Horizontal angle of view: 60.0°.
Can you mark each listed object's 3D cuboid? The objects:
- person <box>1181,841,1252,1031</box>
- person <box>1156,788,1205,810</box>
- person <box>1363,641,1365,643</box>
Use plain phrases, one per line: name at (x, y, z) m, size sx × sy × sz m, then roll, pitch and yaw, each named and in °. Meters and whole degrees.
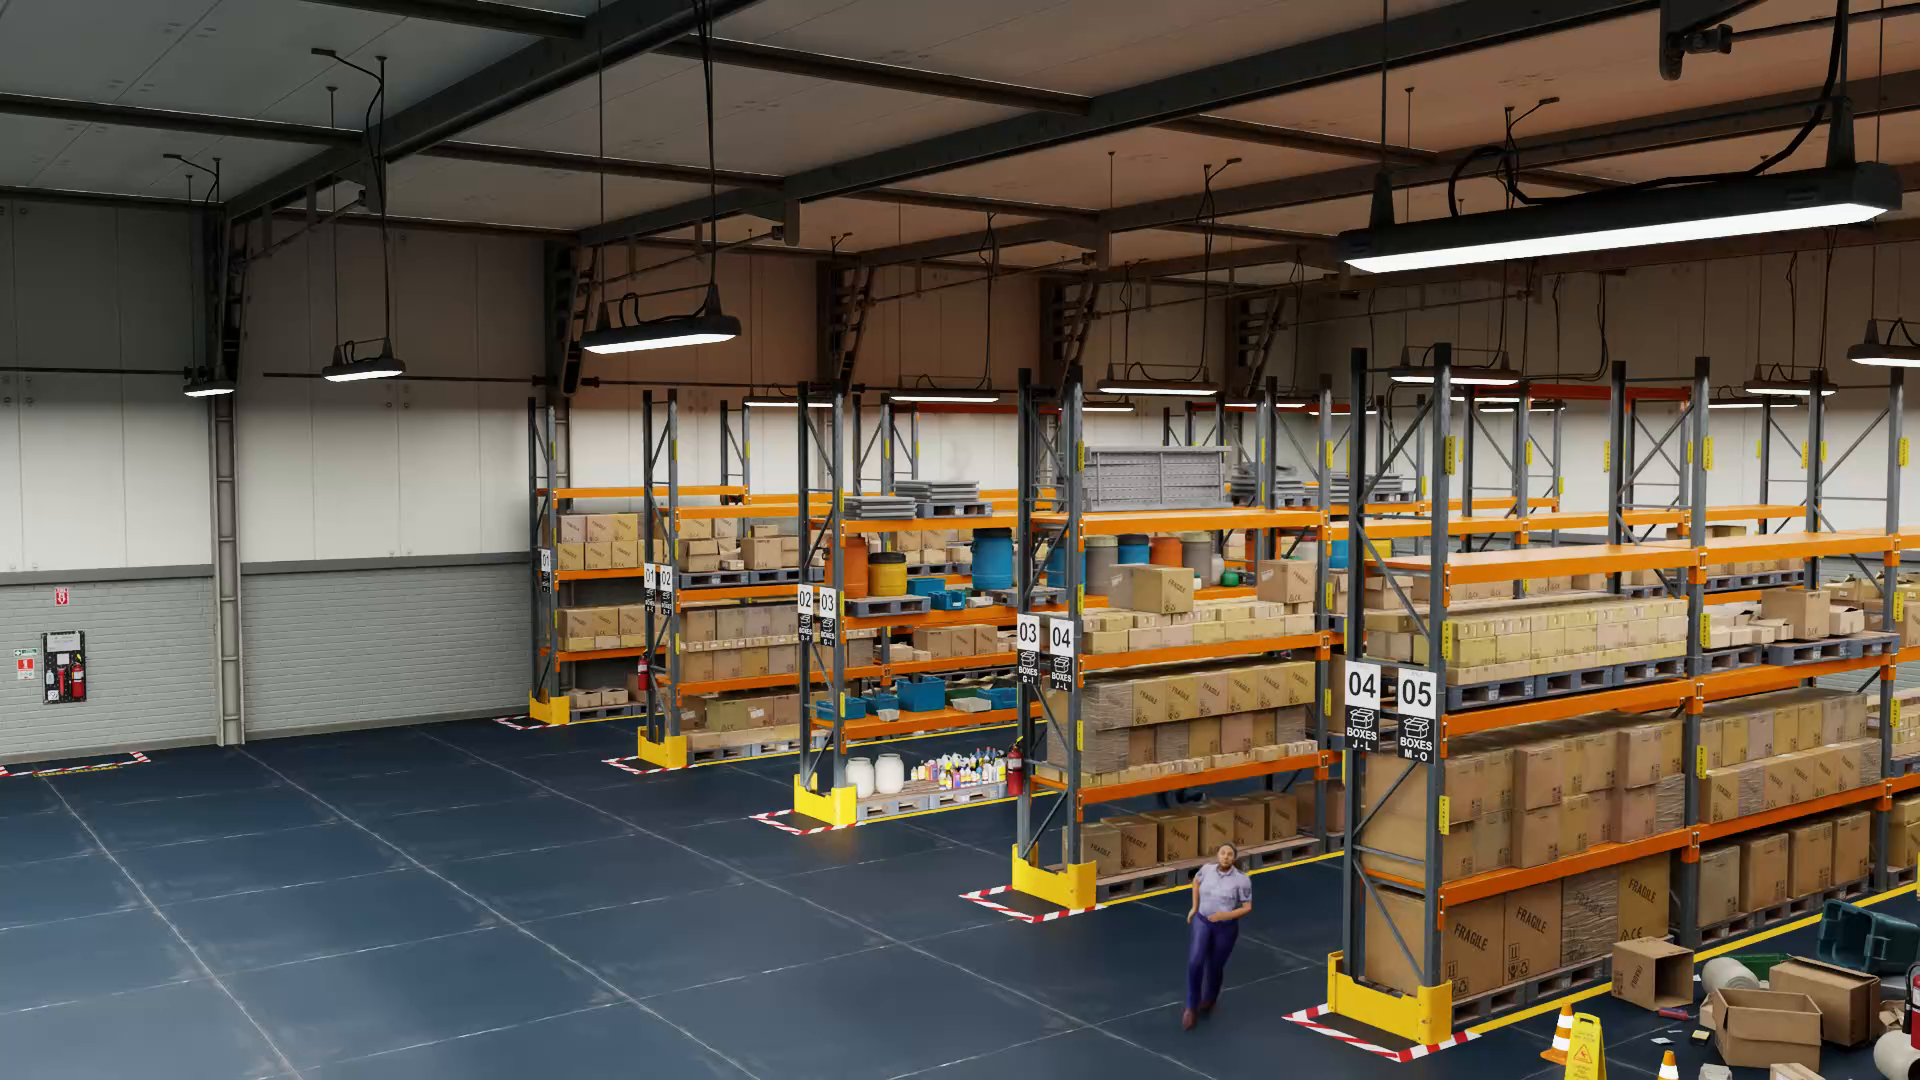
person at (2.299, 3.481, 14.778) m, size 0.596 × 1.614 × 0.701 m, roll 1°, pitch 4°, yaw 19°
person at (2.896, 3.099, 22.153) m, size 0.853 × 1.572 × 0.530 m, roll -3°, pitch 4°, yaw -38°
person at (8.164, 2.294, 33.766) m, size 0.636 × 1.788 × 0.943 m, roll 3°, pitch 4°, yaw 39°
